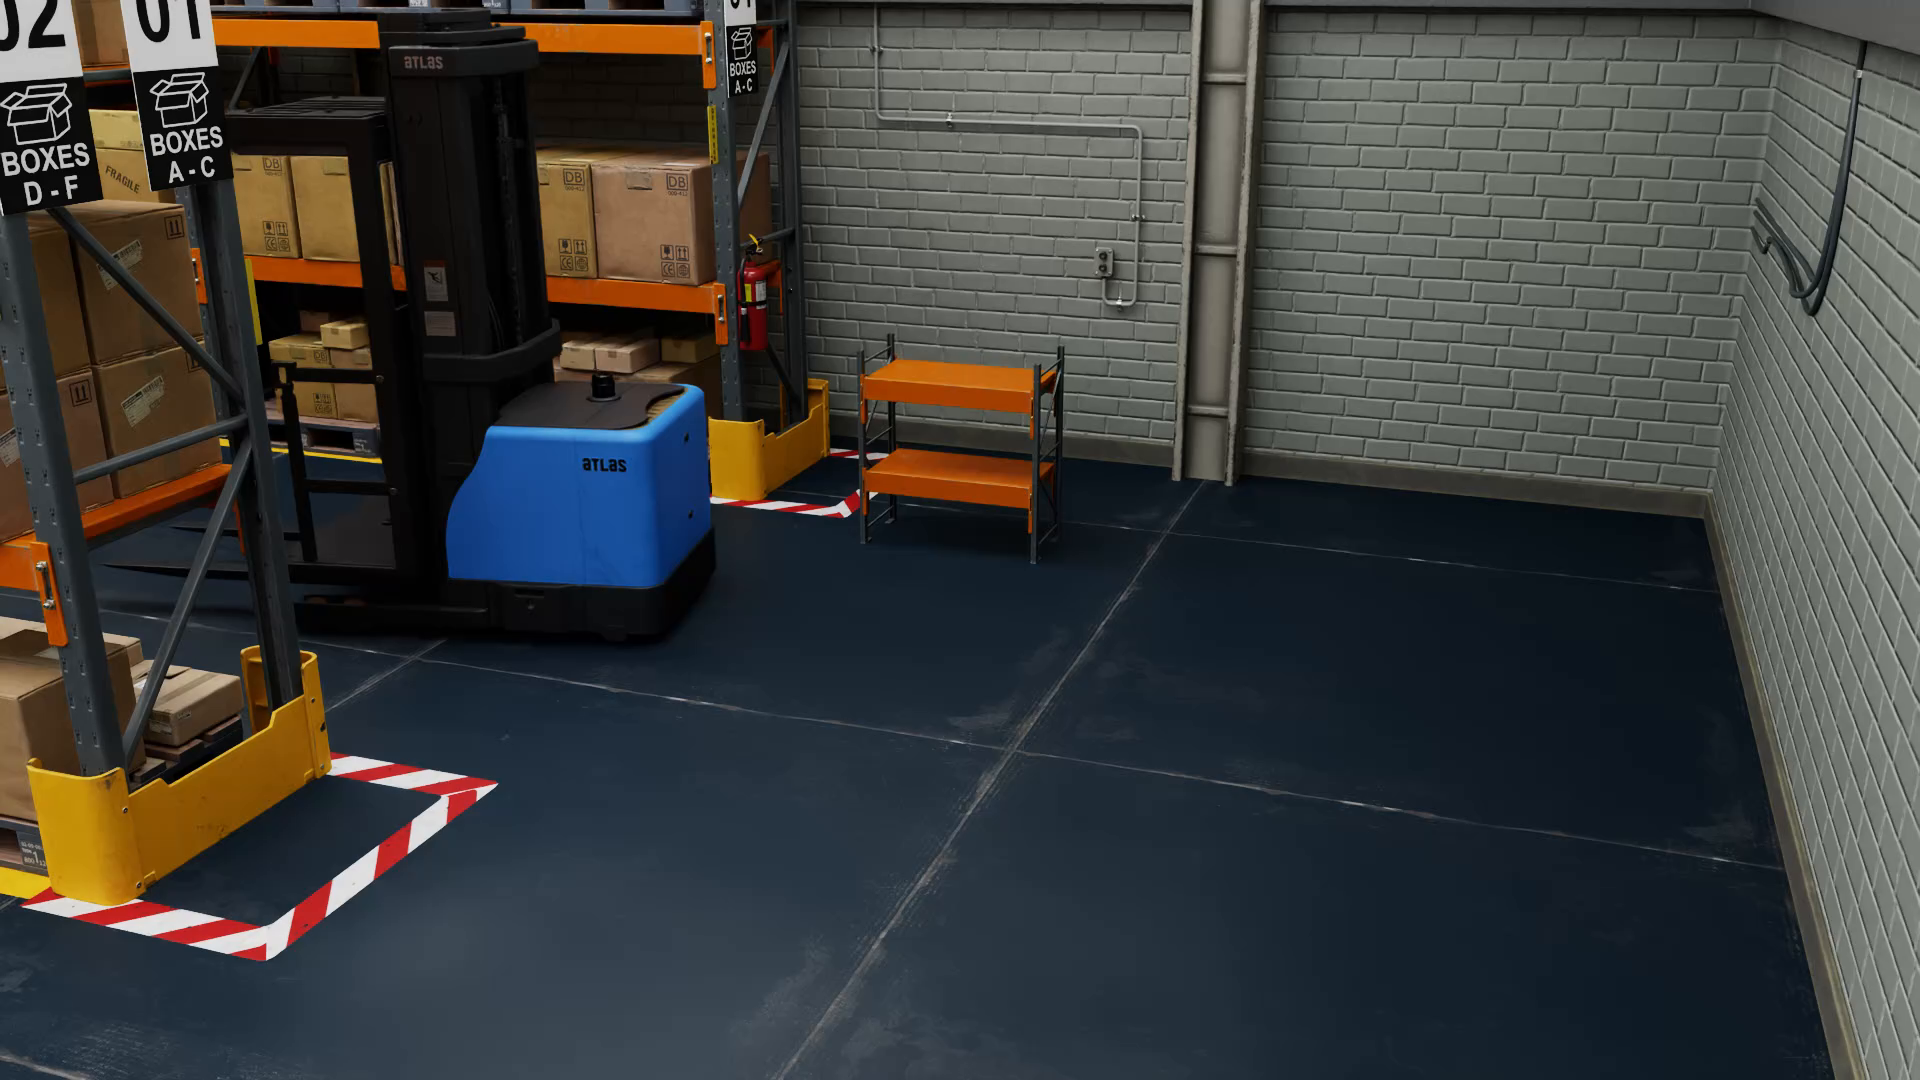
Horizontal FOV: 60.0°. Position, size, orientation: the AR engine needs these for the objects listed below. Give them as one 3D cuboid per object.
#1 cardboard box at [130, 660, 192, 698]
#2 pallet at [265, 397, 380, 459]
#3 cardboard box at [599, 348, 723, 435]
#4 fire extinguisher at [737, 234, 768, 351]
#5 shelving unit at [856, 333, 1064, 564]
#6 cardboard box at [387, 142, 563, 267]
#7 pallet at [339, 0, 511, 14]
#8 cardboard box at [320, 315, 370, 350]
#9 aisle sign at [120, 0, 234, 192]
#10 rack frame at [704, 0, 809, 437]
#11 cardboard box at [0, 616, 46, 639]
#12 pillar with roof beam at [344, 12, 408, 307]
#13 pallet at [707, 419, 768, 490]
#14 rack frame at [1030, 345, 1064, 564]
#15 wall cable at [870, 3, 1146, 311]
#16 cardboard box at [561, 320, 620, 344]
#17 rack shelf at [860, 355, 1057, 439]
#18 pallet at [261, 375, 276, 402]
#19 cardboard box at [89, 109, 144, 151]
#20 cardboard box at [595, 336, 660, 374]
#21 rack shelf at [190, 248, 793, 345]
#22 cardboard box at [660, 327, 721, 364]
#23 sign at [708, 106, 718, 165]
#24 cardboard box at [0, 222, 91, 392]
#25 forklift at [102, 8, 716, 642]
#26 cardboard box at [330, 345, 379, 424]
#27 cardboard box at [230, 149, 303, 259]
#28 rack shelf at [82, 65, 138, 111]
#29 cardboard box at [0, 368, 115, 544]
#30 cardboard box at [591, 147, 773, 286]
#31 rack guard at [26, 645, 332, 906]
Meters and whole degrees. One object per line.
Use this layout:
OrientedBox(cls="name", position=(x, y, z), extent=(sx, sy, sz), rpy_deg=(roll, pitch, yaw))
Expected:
OrientedBox(cls="cardboard box", position=(-3.377, 0.641, 6.817), extent=(0.250, 0.166, 0.380), rpy_deg=(7, 20, 18))
OrientedBox(cls="pallet", position=(-4.322, -0.860, 11.722), extent=(1.213, 0.211, 1.003), rpy_deg=(7, 20, 18))
OrientedBox(cls="cardboard box", position=(-1.930, -0.913, 10.799), extent=(0.500, 0.500, 0.700), rpy_deg=(7, 20, 18))
OrientedBox(cls="fire extinguisher", position=(-1.245, -1.478, 9.944), extent=(0.183, 0.674, 0.296), rpy_deg=(7, 20, 18))
OrientedBox(cls="shelving unit", position=(0.006, -0.530, 9.389), extent=(1.048, 1.125, 0.538), rpy_deg=(7, 20, 18))
OrientedBox(cls="cardboard box", position=(-3.129, -2.205, 10.888), extent=(0.700, 0.700, 0.980), rpy_deg=(6, 20, 15))
OrientedBox(cls="pallet", position=(-3.096, -3.433, 10.446), extent=(1.213, 0.211, 1.003), rpy_deg=(7, 20, 18))
OrientedBox(cls="cardboard box", position=(-4.078, -1.401, 11.212), extent=(0.250, 0.149, 0.380), rpy_deg=(7, 20, 20))
OrientedBox(cls="aisle sign", position=(-2.697, -1.622, 5.722), extent=(0.004, 0.787, 0.394), rpy_deg=(7, 20, 18))
OrientedBox(cls="rack frame", position=(-1.236, -1.851, 10.329), extent=(0.127, 3.000, 1.000), rpy_deg=(7, 20, 18))
OrientedBox(cls="cardboard box", position=(-4.223, 0.526, 7.020), extent=(0.500, 0.250, 0.500), rpy_deg=(7, 20, 18))
OrientedBox(cls="pillar with roof beam", position=(-5.482, -3.971, 7.295), extent=(0.400, 9.000, 9.100), rpy_deg=(7, 20, 18))
OrientedBox(cls="pallet", position=(-2.017, -0.596, 10.966), extent=(1.213, 0.211, 1.003), rpy_deg=(7, 20, 18))
OrientedBox(cls="rack frame", position=(0.487, -0.476, 9.231), extent=(0.032, 1.125, 0.500), rpy_deg=(7, 20, 18))
OrientedBox(cls="wall cable", position=(0.284, -2.486, 10.608), extent=(1.851, 1.984, 0.084), rpy_deg=(7, 20, 18))
OrientedBox(cls="cardboard box", position=(-2.461, -1.350, 11.066), extent=(0.250, 0.149, 0.380), rpy_deg=(7, 20, 19))
OrientedBox(cls="rack shelf", position=(0.006, -0.807, 9.293), extent=(1.000, 0.278, 0.538), rpy_deg=(7, 20, 18))
OrientedBox(cls="pallet", position=(-5.768, -1.026, 12.199), extent=(1.213, 0.211, 1.003), rpy_deg=(7, 20, 18))
OrientedBox(cls="cardboard box", position=(-5.539, -2.805, 11.293), extent=(0.500, 0.250, 0.500), rpy_deg=(7, 20, 19))
OrientedBox(cls="cardboard box", position=(-2.111, -1.177, 10.569), extent=(0.250, 0.149, 0.380), rpy_deg=(6, 20, 17))
OrientedBox(cls="rack shelf", position=(-3.125, -1.727, 11.067), extent=(4.000, 0.370, 1.077), rpy_deg=(7, 20, 18))
OrientedBox(cls="cardboard box", position=(-1.746, -1.268, 10.832), extent=(0.250, 0.149, 0.380), rpy_deg=(7, 20, 18))
OrientedBox(cls="sign", position=(-1.427, -2.342, 9.619), extent=(0.005, 0.325, 0.100), rpy_deg=(7, 20, 18))
OrientedBox(cls="cardboard box", position=(-3.369, -0.792, 5.620), extent=(0.500, 0.500, 0.500), rpy_deg=(6, 20, 18))
OrientedBox(cls="forklift", position=(-2.867, -1.091, 8.253), extent=(3.031, 2.935, 1.130), rpy_deg=(3, 19, 7))
OrientedBox(cls="cardboard box", position=(-3.868, -1.133, 11.429), extent=(0.500, 0.500, 0.700), rpy_deg=(6, 20, 18))
OrientedBox(cls="cardboard box", position=(-4.507, -2.361, 11.336), extent=(0.700, 0.700, 0.980), rpy_deg=(7, 20, 19))
OrientedBox(cls="rack shelf", position=(-4.747, -1.603, 6.153), extent=(4.000, 0.370, 1.077), rpy_deg=(7, 20, 18))
OrientedBox(cls="cardboard box", position=(-3.370, -0.321, 5.788), extent=(0.500, 0.500, 0.500), rpy_deg=(7, 20, 20))
OrientedBox(cls="cardboard box", position=(-1.721, -2.044, 10.428), extent=(0.700, 0.700, 0.980), rpy_deg=(7, 21, 21))
OrientedBox(cls="rack guard", position=(-2.930, 0.862, 6.344), extent=(0.348, 0.500, 1.175), rpy_deg=(7, 20, 18))
